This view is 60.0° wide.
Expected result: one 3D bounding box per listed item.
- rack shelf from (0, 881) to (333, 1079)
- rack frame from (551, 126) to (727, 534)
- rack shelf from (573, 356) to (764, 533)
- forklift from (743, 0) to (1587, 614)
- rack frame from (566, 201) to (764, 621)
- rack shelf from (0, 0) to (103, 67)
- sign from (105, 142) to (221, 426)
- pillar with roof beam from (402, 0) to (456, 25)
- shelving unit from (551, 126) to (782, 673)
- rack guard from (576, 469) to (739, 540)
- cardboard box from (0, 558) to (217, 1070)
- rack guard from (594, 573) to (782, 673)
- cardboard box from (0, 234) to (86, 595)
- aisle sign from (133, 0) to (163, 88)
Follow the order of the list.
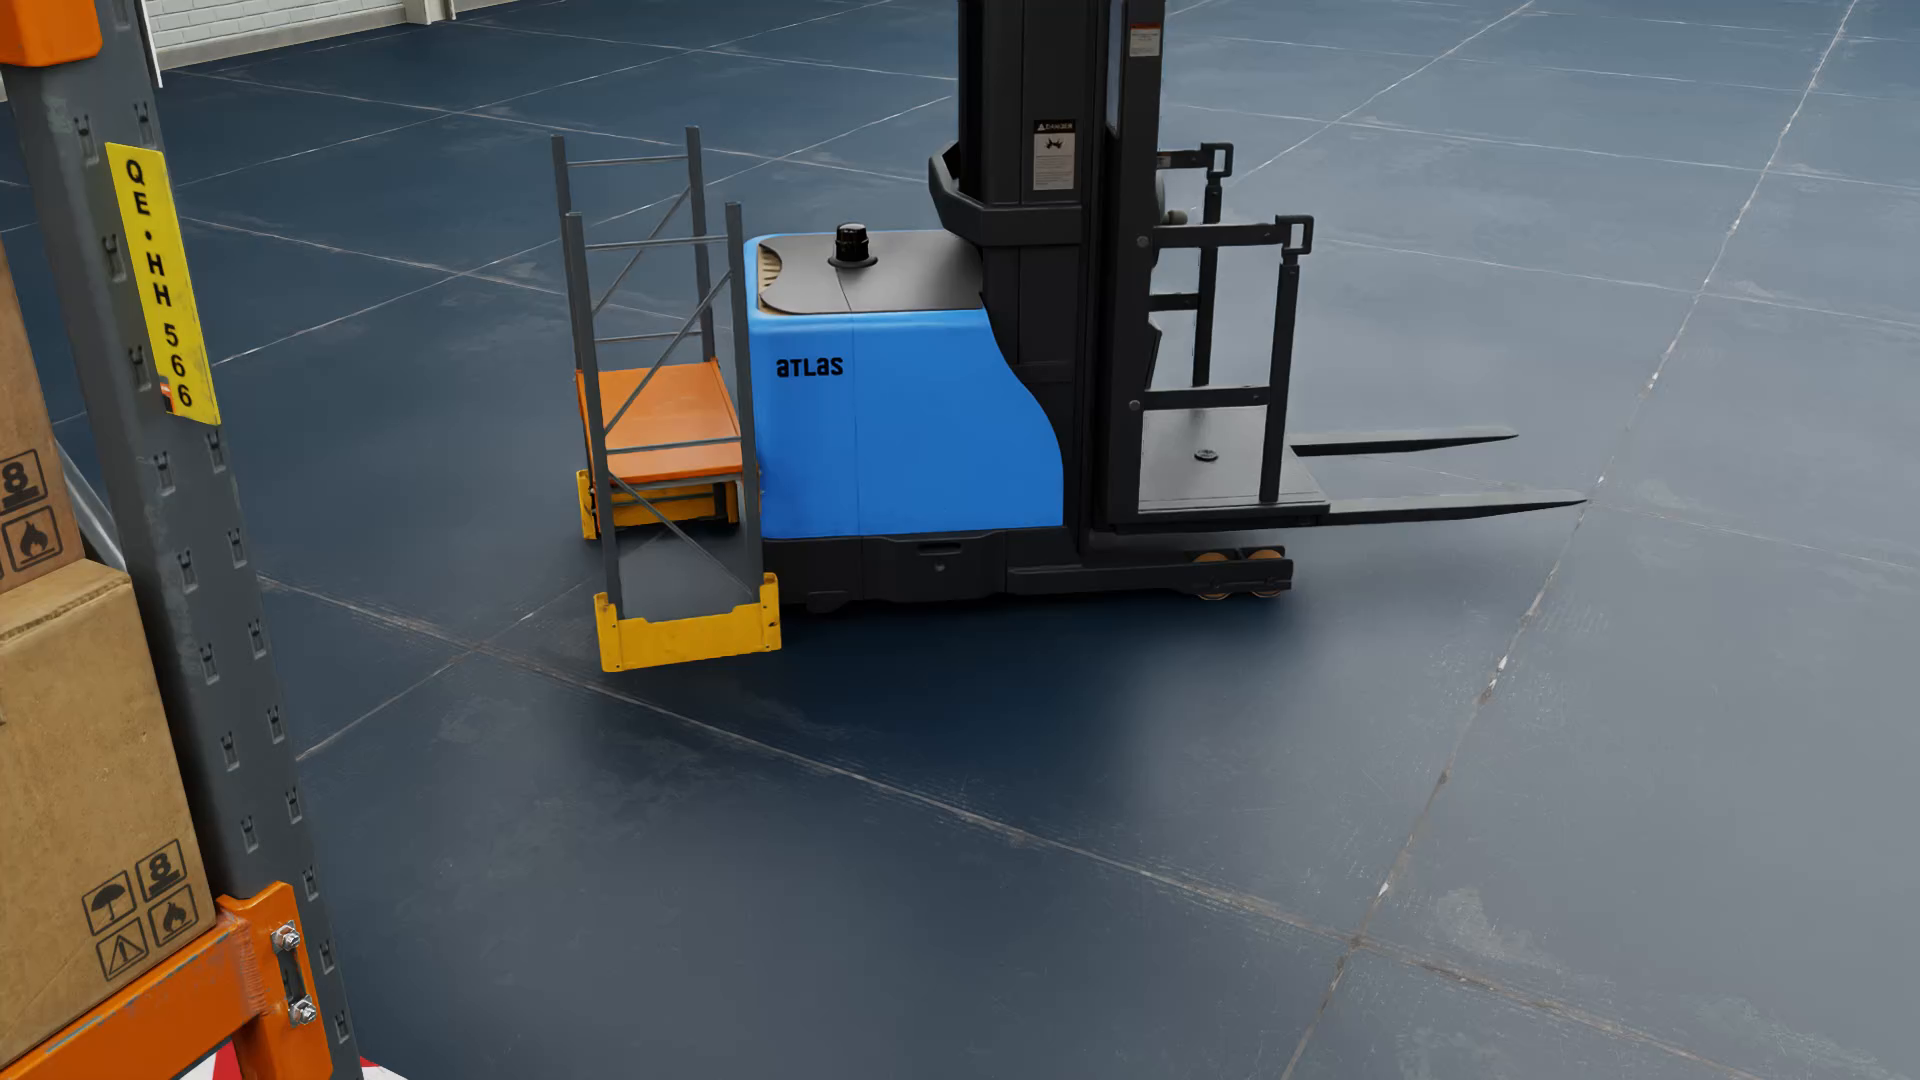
[{"bbox_3d":[-2.372,1.308,1.089,1.077,0.370,4.000,14,30,26],"label":"rack shelf"},{"bbox_3d":[-1.145,-0.730,6.031,0.500,1.500,0.032,-7,27,-13],"label":"rack frame"},{"bbox_3d":[-1.014,-0.349,5.672,0.538,0.185,1.000,-7,27,-13],"label":"rack shelf"},{"bbox_3d":[0.742,-1.330,5.633,3.031,2.935,1.130,-3,27,-6],"label":"forklift"},{"bbox_3d":[-0.885,-0.290,5.152,0.500,1.500,0.032,-7,27,-13],"label":"rack frame"},{"bbox_3d":[-2.372,-0.033,0.418,1.077,0.370,4.000,14,30,26],"label":"rack shelf"},{"bbox_3d":[-0.922,-0.292,1.924,0.100,0.325,0.005,14,30,26],"label":"sign"},{"bbox_3d":[-1.547,-8.274,12.725,9.100,9.000,0.400,14,30,26],"label":"pillar with roof beam"},{"bbox_3d":[-1.012,-0.506,5.584,0.587,1.500,1.083,-7,27,-13],"label":"shelving unit"},{"bbox_3d":[-1.139,-0.163,6.294,0.587,0.250,0.087,-7,27,-13],"label":"rack guard"},{"bbox_3d":[-1.531,0.295,2.143,0.875,0.550,0.550,14,30,26],"label":"cardboard box"},{"bbox_3d":[-0.884,0.268,5.433,0.587,0.250,0.087,-7,27,-13],"label":"rack guard"},{"bbox_3d":[-1.604,-0.207,1.938,0.875,0.550,0.550,14,30,26],"label":"cardboard box"},{"bbox_3d":[-1.092,-0.917,1.827,0.394,0.787,0.004,14,30,26],"label":"aisle sign"}]
